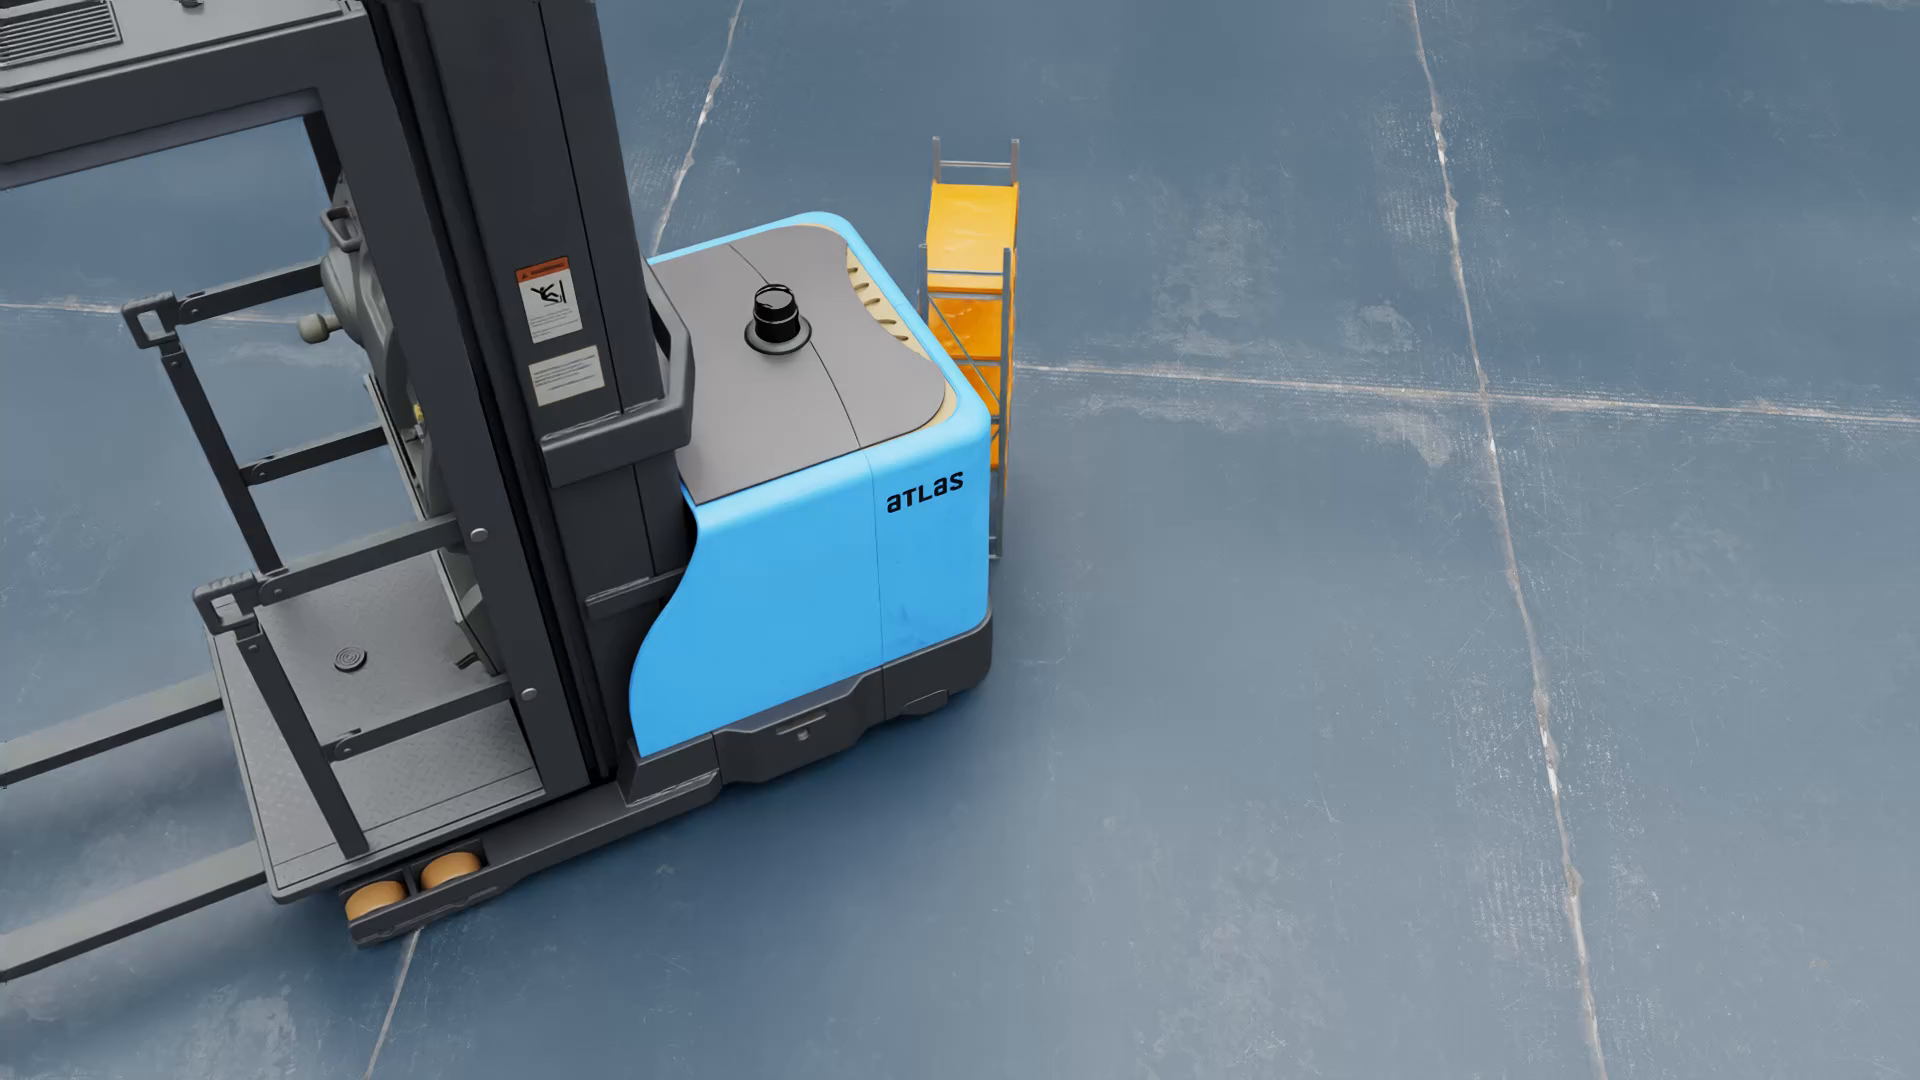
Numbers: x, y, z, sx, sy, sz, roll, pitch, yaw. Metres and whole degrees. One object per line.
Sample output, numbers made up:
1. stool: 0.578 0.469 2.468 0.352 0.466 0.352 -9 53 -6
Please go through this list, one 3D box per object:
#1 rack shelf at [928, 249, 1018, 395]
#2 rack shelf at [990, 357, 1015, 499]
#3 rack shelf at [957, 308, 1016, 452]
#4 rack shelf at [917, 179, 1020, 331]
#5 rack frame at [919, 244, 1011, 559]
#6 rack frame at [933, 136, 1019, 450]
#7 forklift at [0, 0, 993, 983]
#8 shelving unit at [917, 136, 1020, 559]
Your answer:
1. rack shelf: 0.028 -0.641 4.811 0.258 0.148 0.480 3 48 2
2. rack shelf: 0.028 -0.356 5.122 0.258 0.148 0.480 3 48 2
3. rack shelf: 0.028 -0.490 4.976 0.258 0.148 0.480 3 48 2
4. rack shelf: 0.028 -0.800 4.636 0.258 0.148 0.480 3 48 2
5. rack frame: 0.013 -0.355 4.762 0.240 1.200 0.015 3 48 2
6. rack frame: 0.044 -0.715 5.091 0.240 1.200 0.015 3 48 2
7. forklift: -1.461 -0.401 3.631 3.031 2.935 1.130 -20 51 -18
8. shelving unit: 0.028 -0.535 4.926 0.258 1.200 0.503 3 48 2
